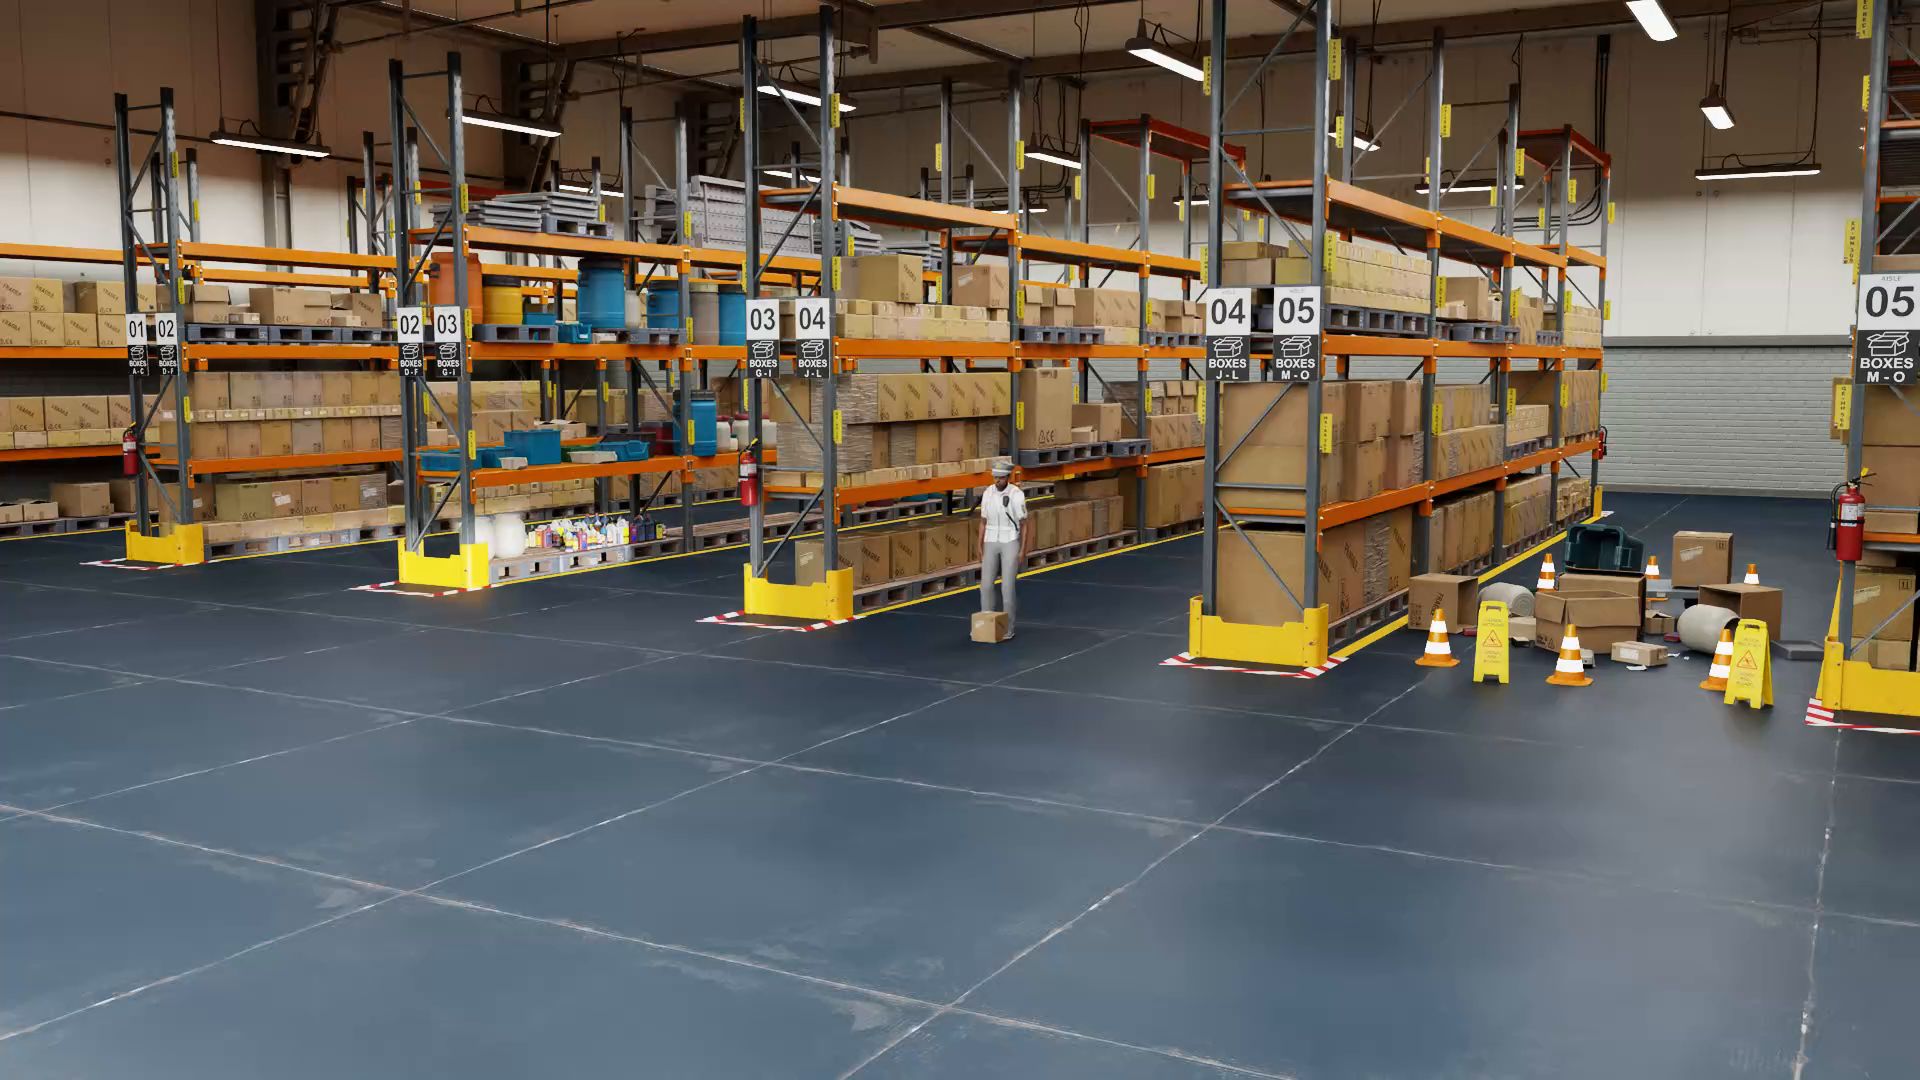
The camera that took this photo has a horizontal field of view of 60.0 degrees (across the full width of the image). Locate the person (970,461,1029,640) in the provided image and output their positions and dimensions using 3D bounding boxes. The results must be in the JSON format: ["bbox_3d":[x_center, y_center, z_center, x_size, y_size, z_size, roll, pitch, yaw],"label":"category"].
[{"bbox_3d":[0.376,0.087,15.568,0.528,1.655,0.428,3,7,25],"label":"person"}]
